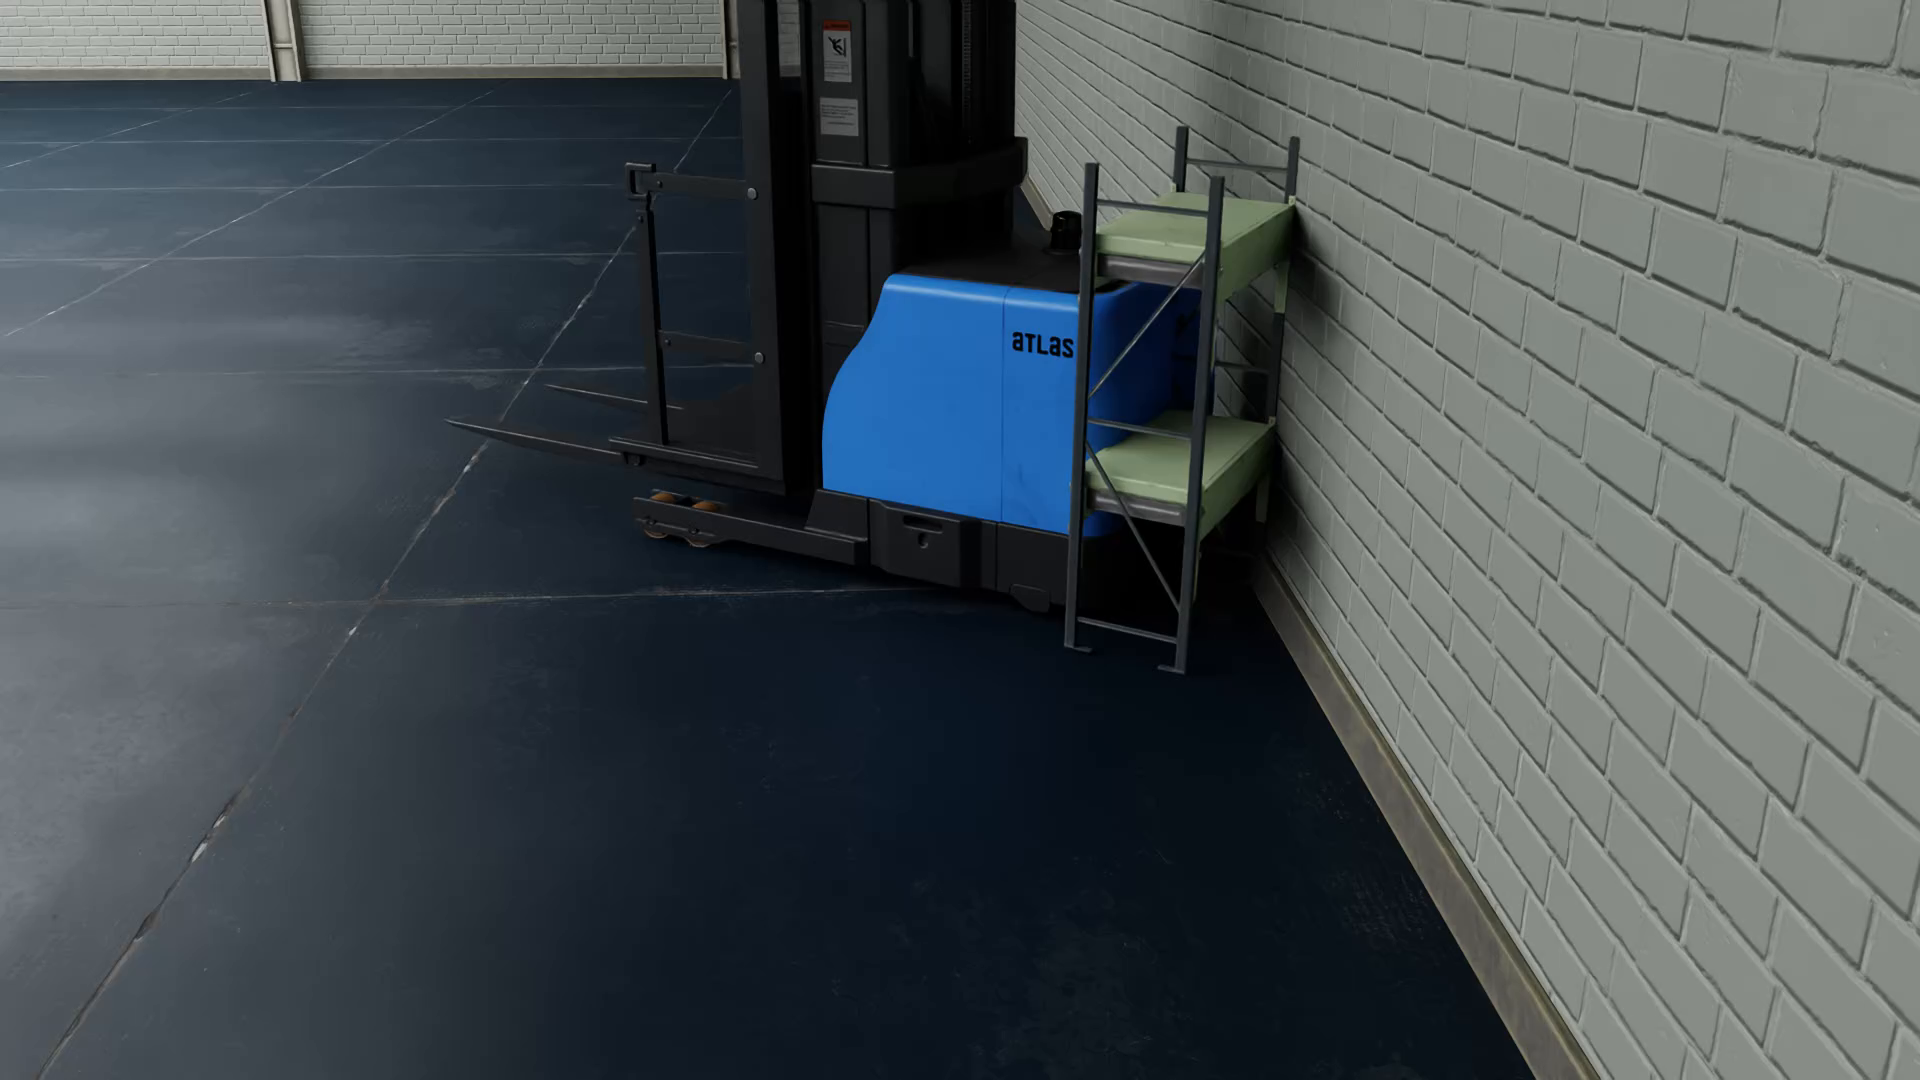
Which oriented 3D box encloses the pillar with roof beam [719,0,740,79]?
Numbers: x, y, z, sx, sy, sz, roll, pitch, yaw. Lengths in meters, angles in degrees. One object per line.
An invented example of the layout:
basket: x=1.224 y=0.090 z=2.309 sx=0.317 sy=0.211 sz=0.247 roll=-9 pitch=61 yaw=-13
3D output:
pillar with roof beam: x=-2.770 y=-8.978 z=17.055 sx=0.400 sy=9.000 sz=9.100 roll=-1 pitch=21 yaw=-3

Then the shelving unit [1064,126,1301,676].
shelving unit: x=0.685 y=-0.446 z=5.132 sx=0.431 sy=1.500 sz=0.755 roll=12 pitch=26 yaw=24

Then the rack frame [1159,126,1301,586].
rack frame: x=0.851 y=-0.572 z=5.433 sx=0.400 sy=1.500 sz=0.023 roll=12 pitch=26 yaw=24

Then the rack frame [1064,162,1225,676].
rack frame: x=0.519 y=-0.320 z=4.831 sx=0.400 sy=1.500 sz=0.023 roll=12 pitch=26 yaw=24

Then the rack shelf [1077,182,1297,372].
rack shelf: x=0.690 y=-0.805 z=4.979 sx=0.431 sy=0.370 sz=0.720 roll=12 pitch=26 yaw=24

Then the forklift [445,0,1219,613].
forklift: x=-0.618 y=-1.492 z=5.920 sx=3.031 sy=2.935 sz=1.130 roll=11 pitch=24 yaw=27

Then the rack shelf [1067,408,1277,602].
rack shelf: x=0.681 y=-0.146 z=5.260 sx=0.431 sy=0.370 sz=0.720 roll=12 pitch=26 yaw=24

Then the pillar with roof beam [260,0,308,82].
pillar with roof beam: x=-8.760 y=-8.856 z=16.735 sx=0.400 sy=9.000 sz=9.100 roll=-1 pitch=21 yaw=-3
